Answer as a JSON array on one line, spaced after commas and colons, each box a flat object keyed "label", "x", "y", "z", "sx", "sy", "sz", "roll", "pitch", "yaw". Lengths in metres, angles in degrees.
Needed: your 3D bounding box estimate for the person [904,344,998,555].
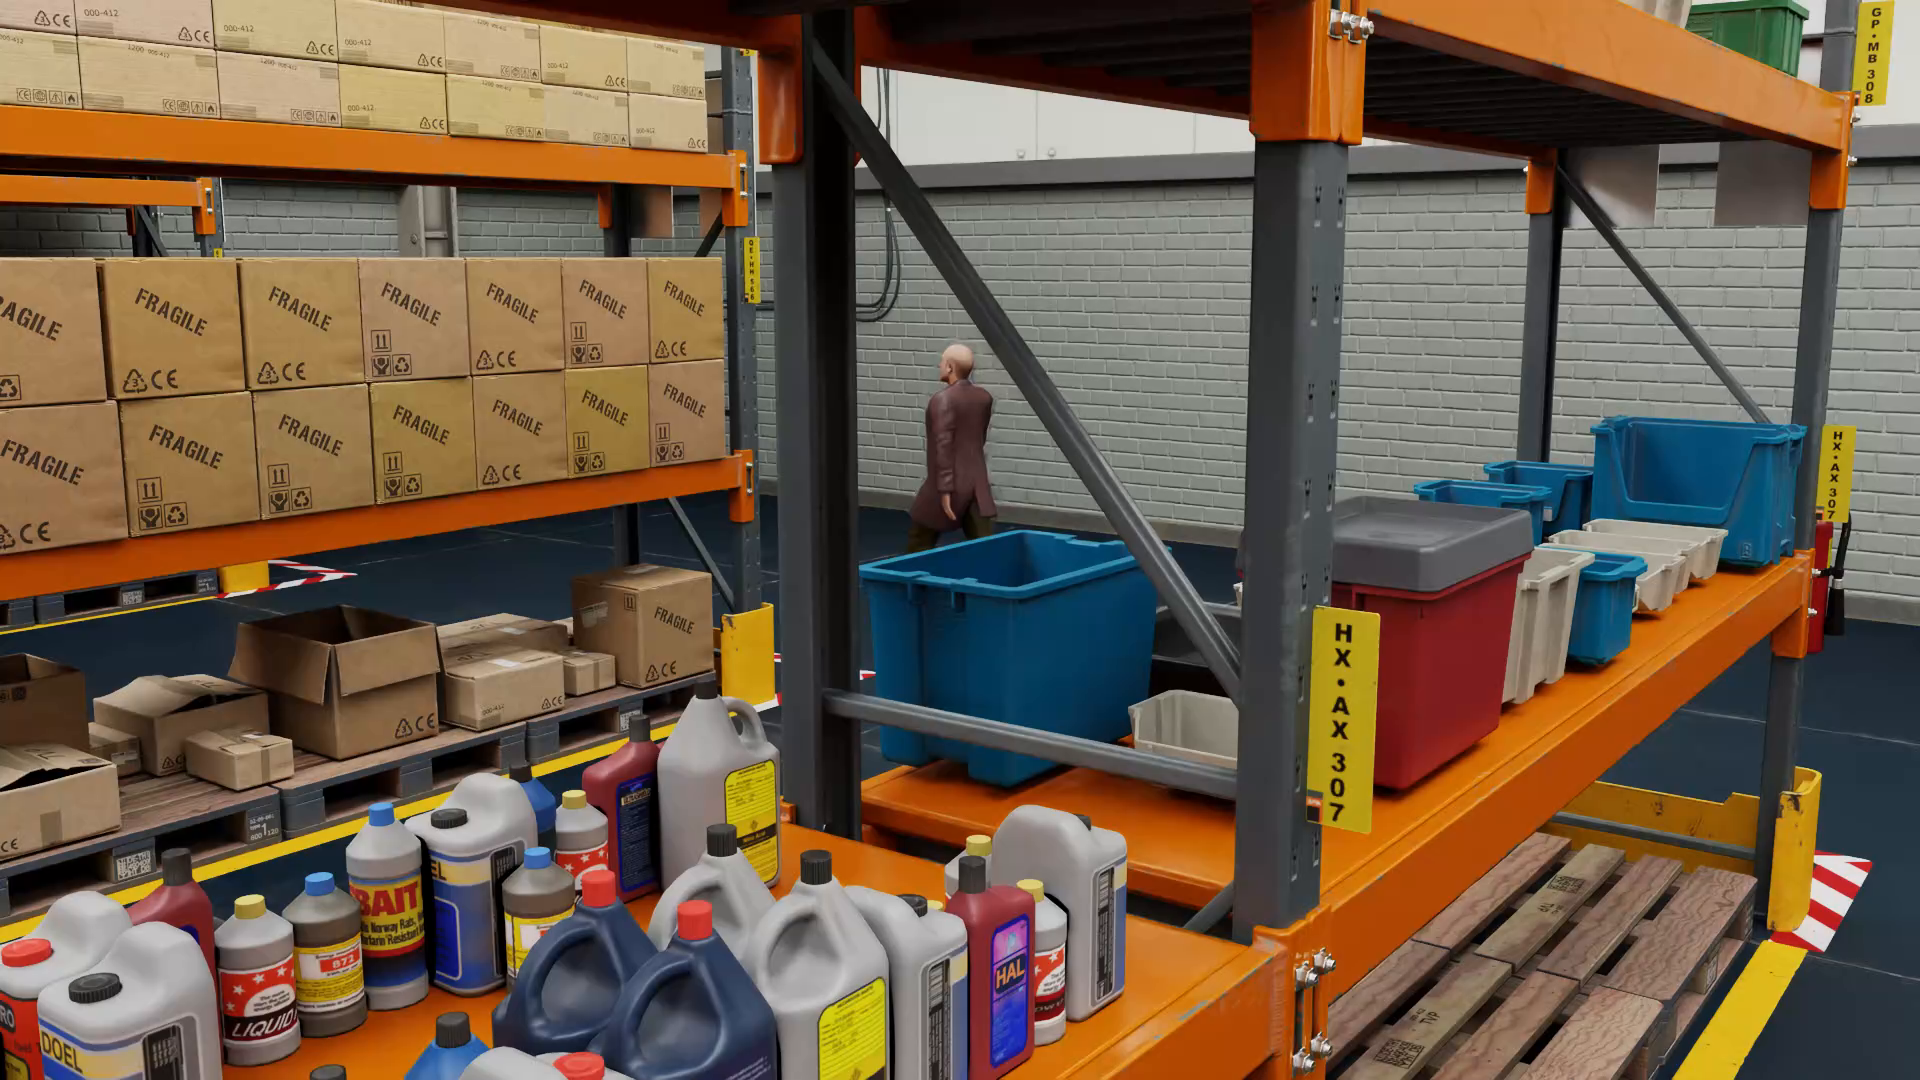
[{"label": "person", "x": -0.072, "y": -0.328, "z": 10.310, "sx": 0.573, "sy": 1.769, "sz": 0.979, "roll": -9, "pitch": 13, "yaw": -42}]
